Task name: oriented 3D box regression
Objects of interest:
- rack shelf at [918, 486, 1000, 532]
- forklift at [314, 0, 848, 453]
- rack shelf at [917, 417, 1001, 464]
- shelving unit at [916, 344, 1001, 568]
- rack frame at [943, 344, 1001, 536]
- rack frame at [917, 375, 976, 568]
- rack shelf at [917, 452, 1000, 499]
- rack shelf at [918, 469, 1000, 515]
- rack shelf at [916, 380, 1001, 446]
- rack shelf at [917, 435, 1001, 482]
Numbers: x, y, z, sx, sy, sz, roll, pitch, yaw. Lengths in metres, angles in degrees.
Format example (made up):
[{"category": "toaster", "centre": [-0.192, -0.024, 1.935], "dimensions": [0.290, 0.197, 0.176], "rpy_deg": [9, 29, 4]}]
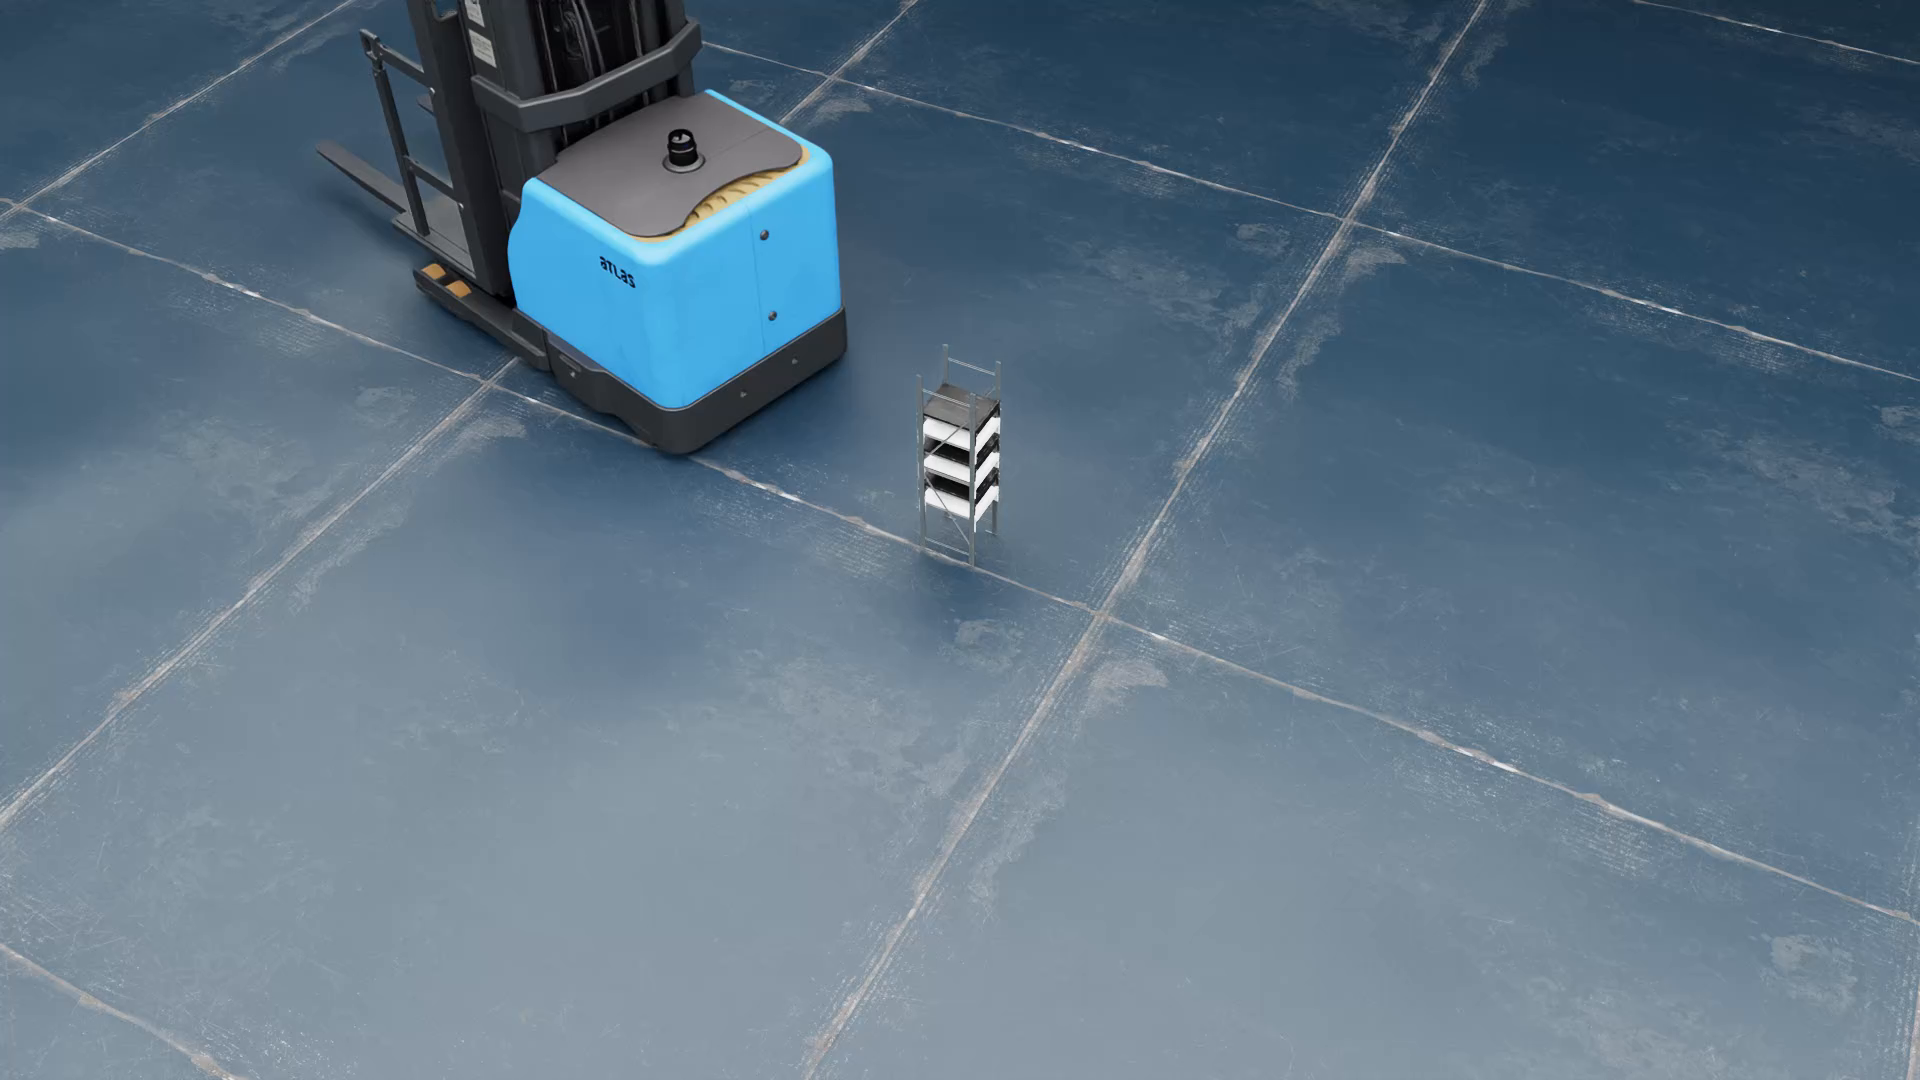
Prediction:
[{"category": "rack shelf", "centre": [-0.004, -0.161, 6.577], "dimensions": [0.258, 0.077, 0.200], "rpy_deg": [20, 49, 19]}, {"category": "forklift", "centre": [-1.932, -2.318, 6.980], "dimensions": [3.031, 2.935, 1.130], "rpy_deg": [33, 54, 29]}, {"category": "rack shelf", "centre": [-0.004, -0.414, 6.321], "dimensions": [0.258, 0.077, 0.200], "rpy_deg": [20, 49, 19]}, {"category": "shelving unit", "centre": [-0.004, -0.311, 6.425], "dimensions": [0.258, 0.900, 0.210], "rpy_deg": [20, 49, 19]}, {"category": "rack frame", "centre": [0.043, -0.375, 6.488], "dimensions": [0.240, 0.900, 0.006], "rpy_deg": [20, 49, 19]}, {"category": "rack frame", "centre": [-0.051, -0.247, 6.362], "dimensions": [0.240, 0.900, 0.006], "rpy_deg": [20, 49, 19]}, {"category": "rack shelf", "centre": [-0.004, -0.288, 6.449], "dimensions": [0.258, 0.077, 0.200], "rpy_deg": [20, 49, 19]}, {"category": "rack shelf", "centre": [-0.004, -0.225, 6.513], "dimensions": [0.258, 0.077, 0.200], "rpy_deg": [20, 49, 19]}, {"category": "rack shelf", "centre": [-0.004, -0.478, 6.257], "dimensions": [0.258, 0.077, 0.200], "rpy_deg": [20, 49, 19]}, {"category": "rack shelf", "centre": [-0.004, -0.351, 6.385], "dimensions": [0.258, 0.077, 0.200], "rpy_deg": [20, 49, 19]}]
